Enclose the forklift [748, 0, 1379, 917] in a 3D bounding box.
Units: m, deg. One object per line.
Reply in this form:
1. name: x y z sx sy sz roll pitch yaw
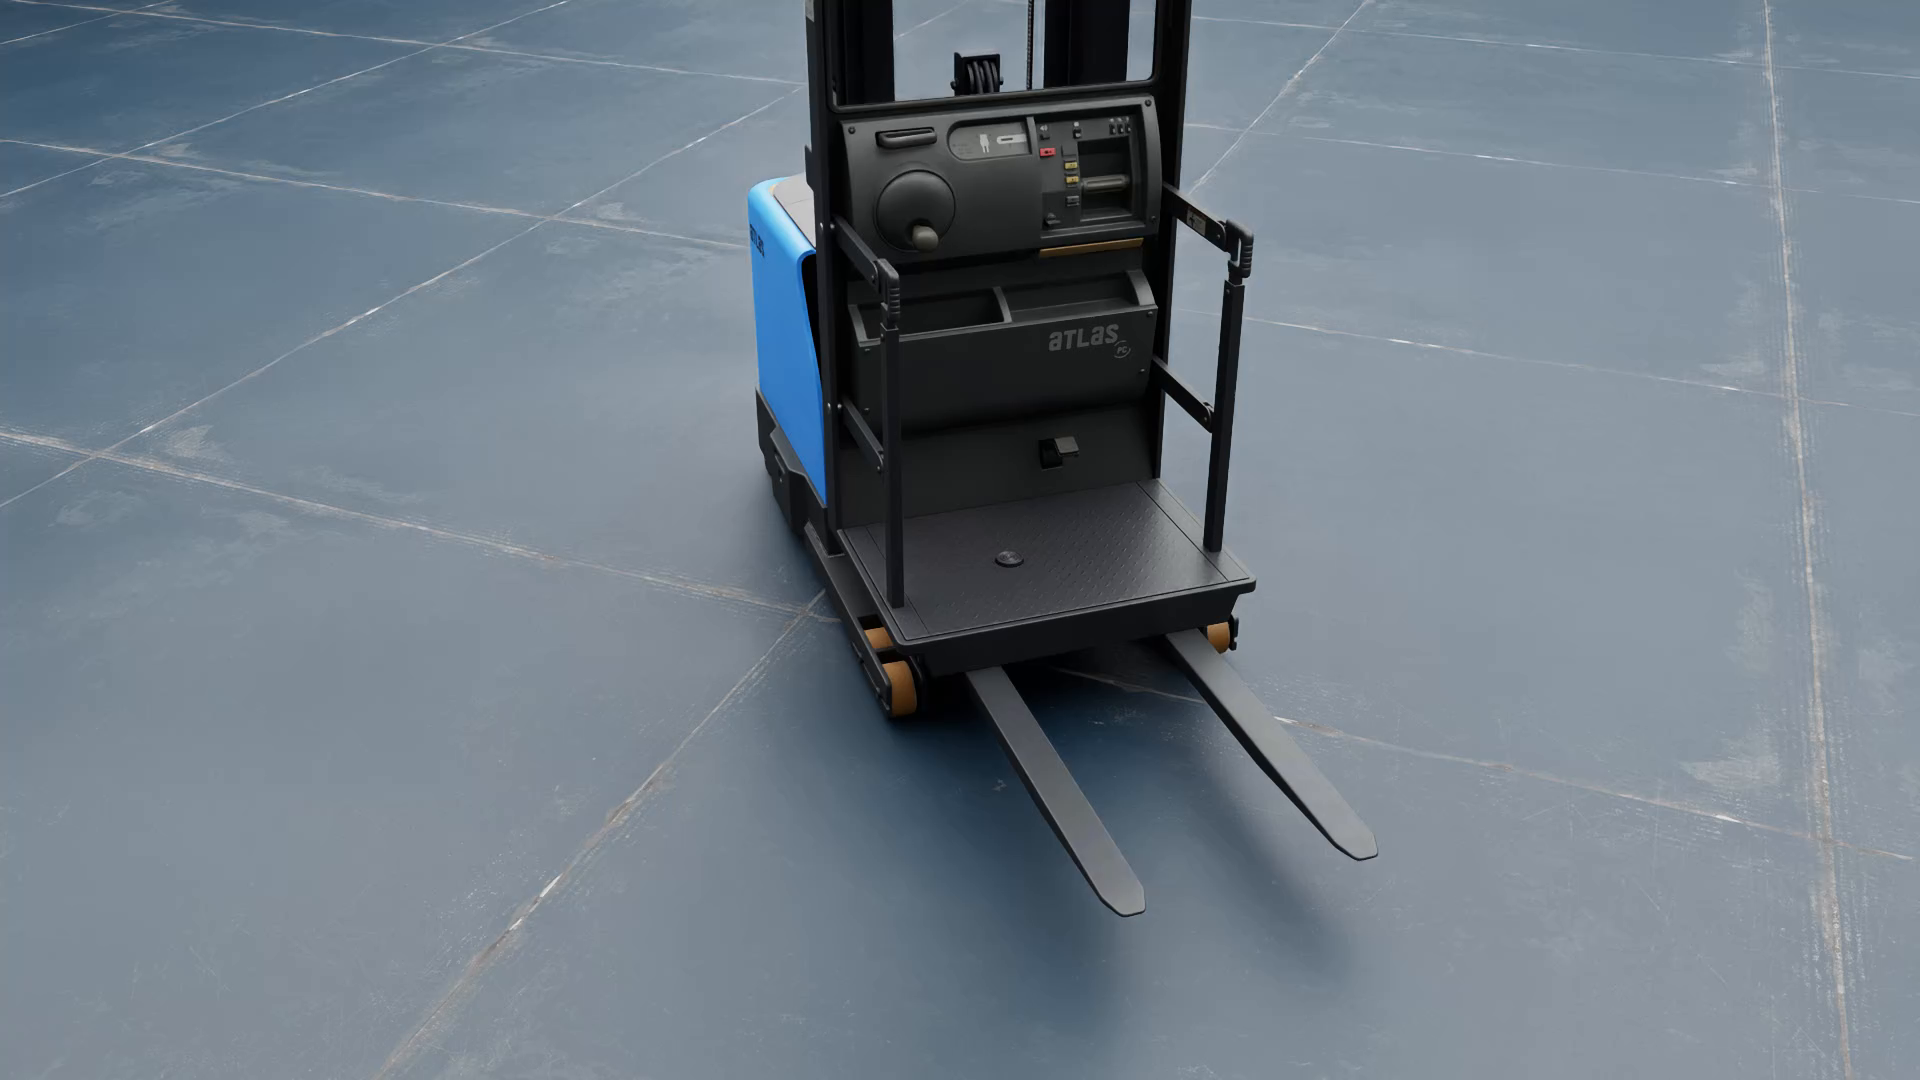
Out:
1. forklift: 0.200 -0.984 4.512 1.130 2.935 3.031 -9 31 -16
